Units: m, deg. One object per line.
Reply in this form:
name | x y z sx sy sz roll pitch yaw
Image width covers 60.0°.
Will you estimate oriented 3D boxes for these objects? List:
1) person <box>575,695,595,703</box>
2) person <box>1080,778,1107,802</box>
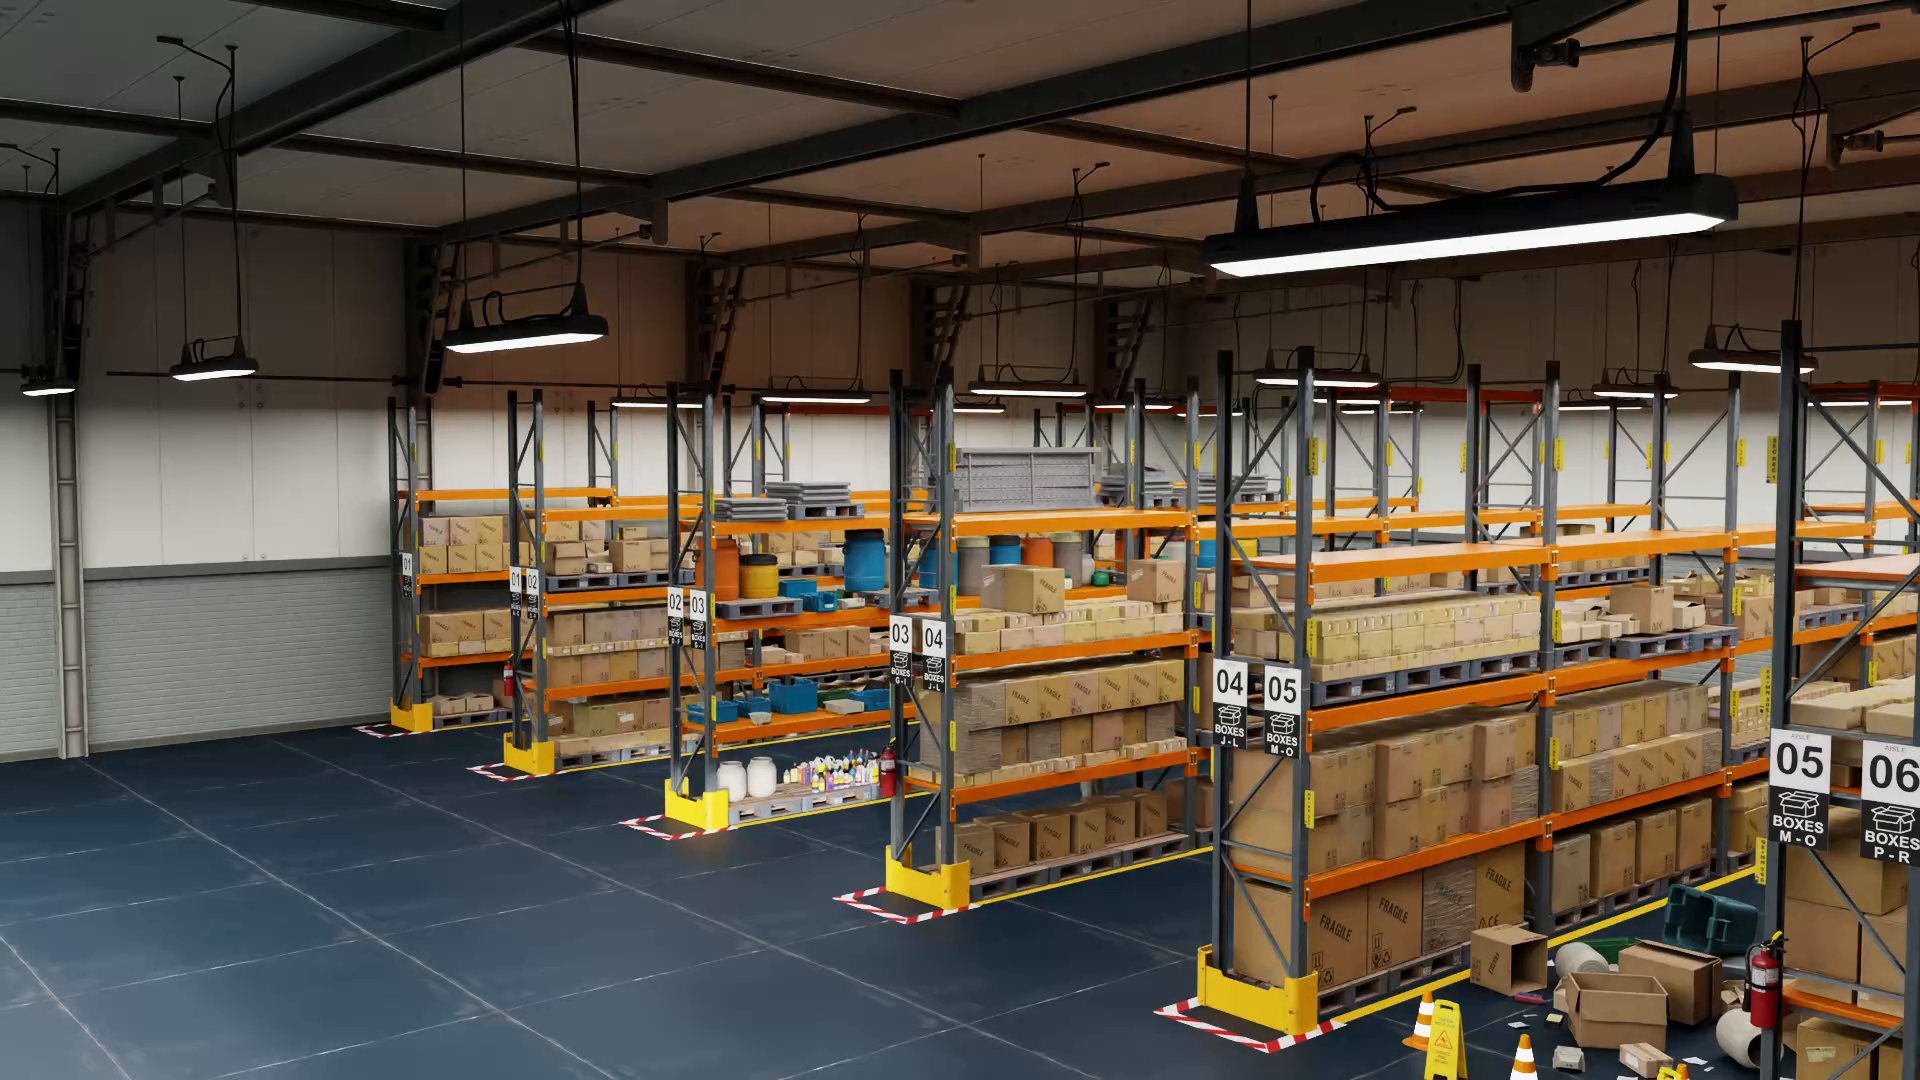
person | -6.826 2.568 30.204 0.413 1.867 0.594 3 4 42
person | 1.809 2.944 22.726 0.448 1.787 0.588 3 4 37
